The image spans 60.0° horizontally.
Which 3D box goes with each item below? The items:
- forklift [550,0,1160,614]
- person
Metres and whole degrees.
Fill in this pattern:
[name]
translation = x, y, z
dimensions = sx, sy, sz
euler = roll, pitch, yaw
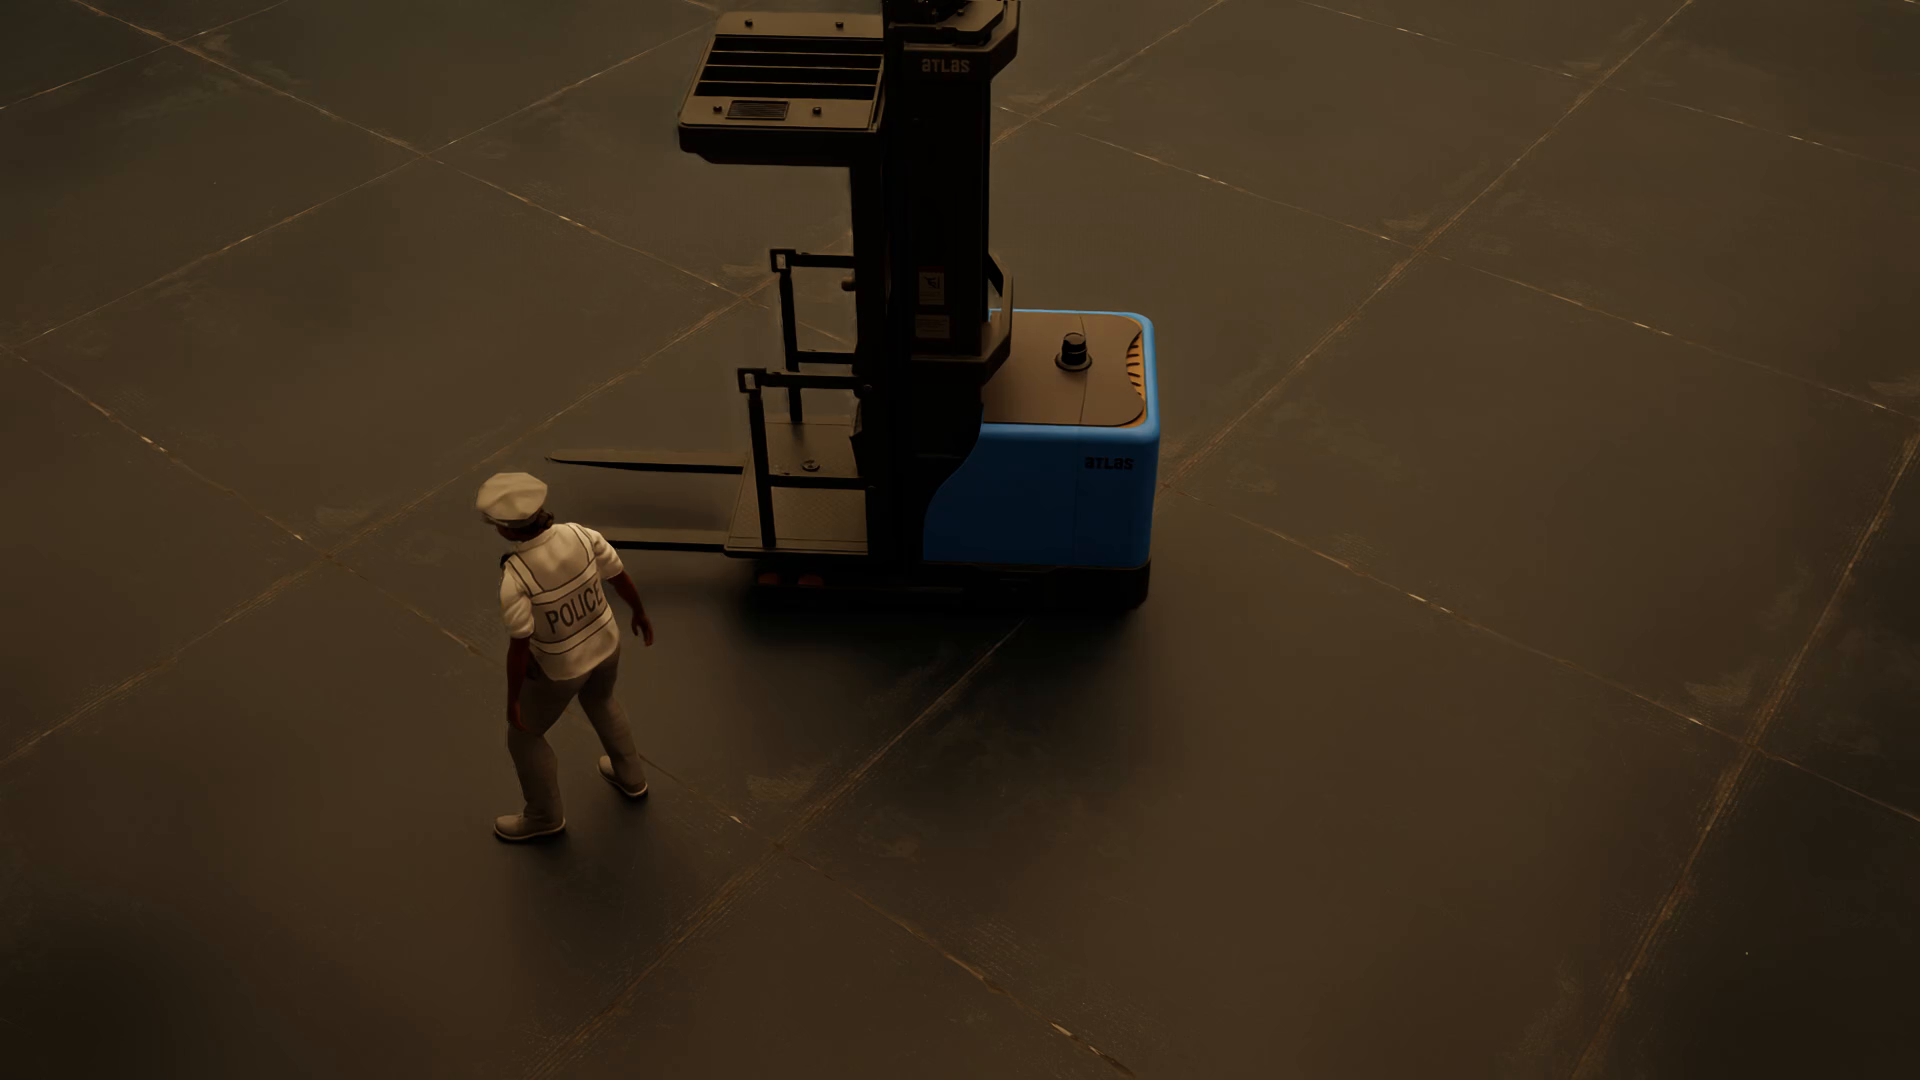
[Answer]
[forklift]
translation = -0.597, -1.129, 7.399
dimensions = 3.031, 2.935, 1.130
euler = 2, 40, 2
[person]
translation = -1.580, 0.463, 6.546
dimensions = 0.403, 1.630, 0.787
euler = 27, 47, 28
